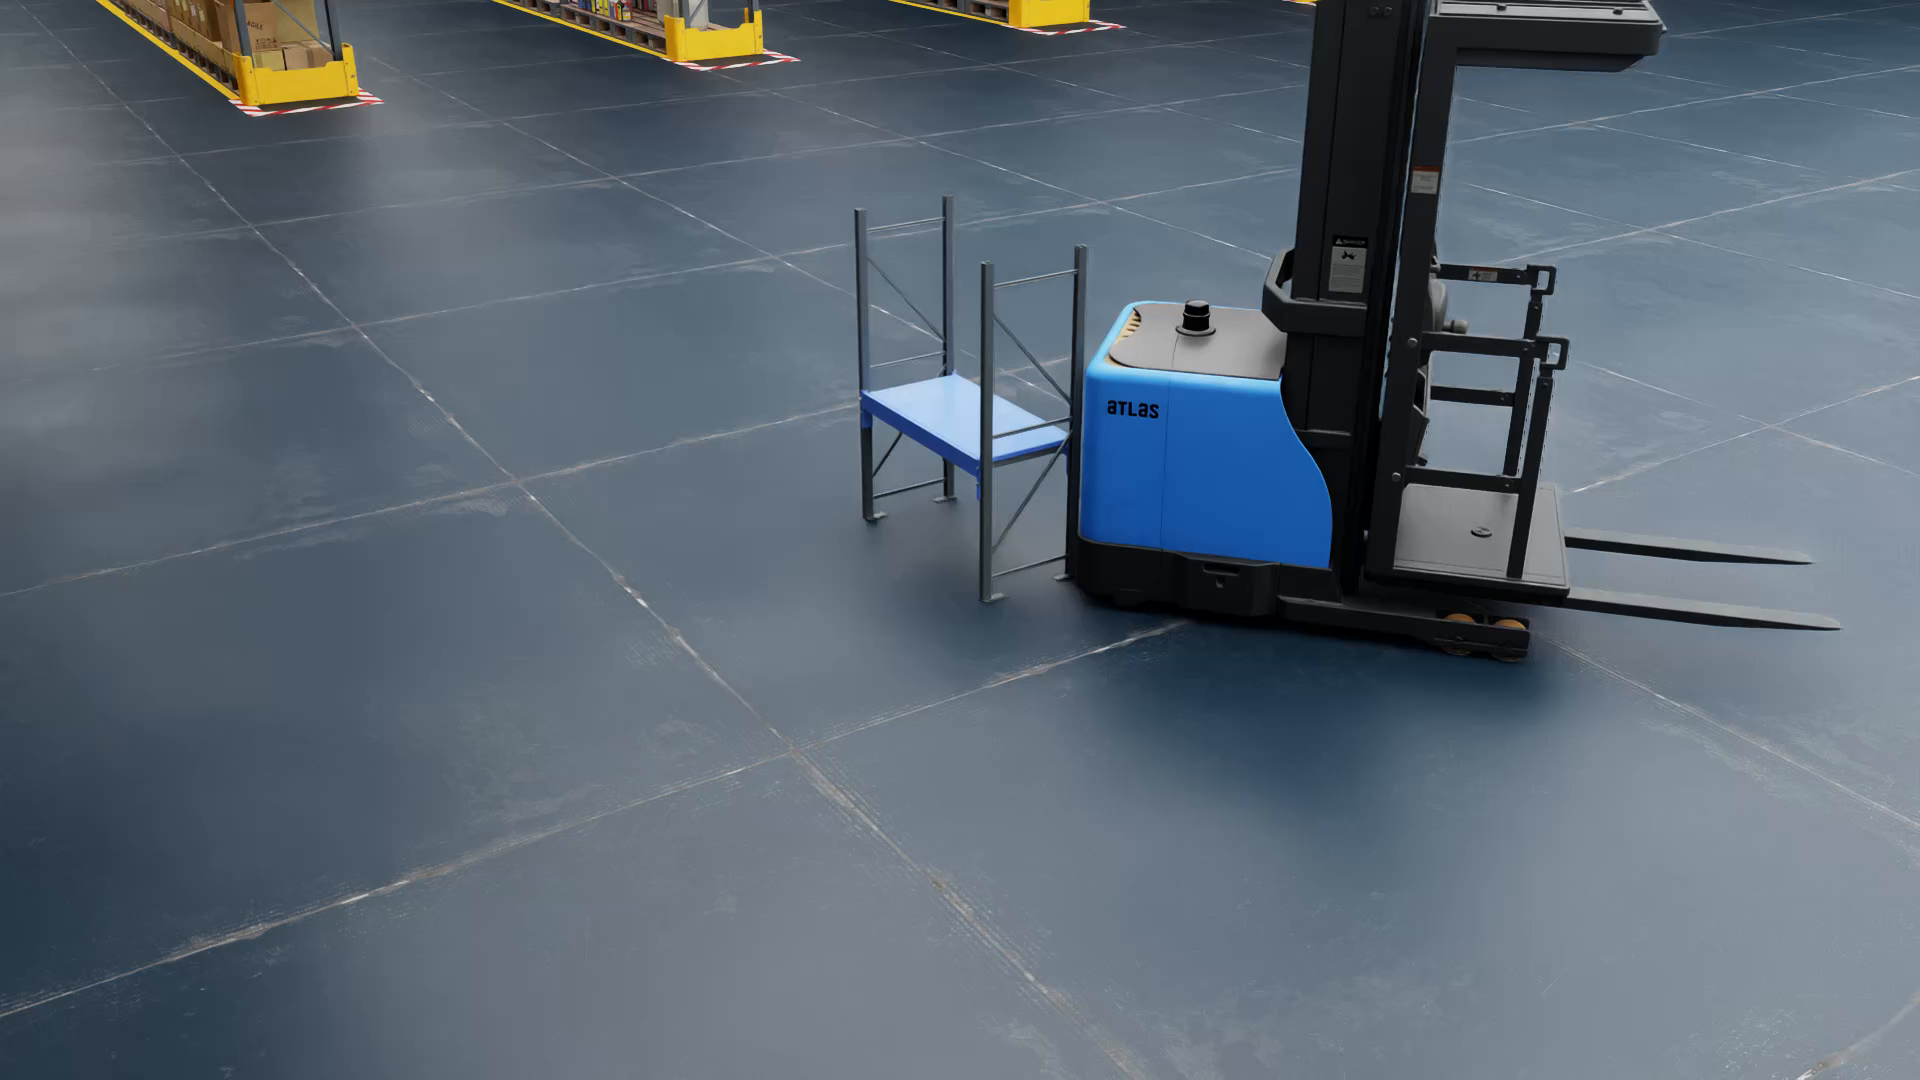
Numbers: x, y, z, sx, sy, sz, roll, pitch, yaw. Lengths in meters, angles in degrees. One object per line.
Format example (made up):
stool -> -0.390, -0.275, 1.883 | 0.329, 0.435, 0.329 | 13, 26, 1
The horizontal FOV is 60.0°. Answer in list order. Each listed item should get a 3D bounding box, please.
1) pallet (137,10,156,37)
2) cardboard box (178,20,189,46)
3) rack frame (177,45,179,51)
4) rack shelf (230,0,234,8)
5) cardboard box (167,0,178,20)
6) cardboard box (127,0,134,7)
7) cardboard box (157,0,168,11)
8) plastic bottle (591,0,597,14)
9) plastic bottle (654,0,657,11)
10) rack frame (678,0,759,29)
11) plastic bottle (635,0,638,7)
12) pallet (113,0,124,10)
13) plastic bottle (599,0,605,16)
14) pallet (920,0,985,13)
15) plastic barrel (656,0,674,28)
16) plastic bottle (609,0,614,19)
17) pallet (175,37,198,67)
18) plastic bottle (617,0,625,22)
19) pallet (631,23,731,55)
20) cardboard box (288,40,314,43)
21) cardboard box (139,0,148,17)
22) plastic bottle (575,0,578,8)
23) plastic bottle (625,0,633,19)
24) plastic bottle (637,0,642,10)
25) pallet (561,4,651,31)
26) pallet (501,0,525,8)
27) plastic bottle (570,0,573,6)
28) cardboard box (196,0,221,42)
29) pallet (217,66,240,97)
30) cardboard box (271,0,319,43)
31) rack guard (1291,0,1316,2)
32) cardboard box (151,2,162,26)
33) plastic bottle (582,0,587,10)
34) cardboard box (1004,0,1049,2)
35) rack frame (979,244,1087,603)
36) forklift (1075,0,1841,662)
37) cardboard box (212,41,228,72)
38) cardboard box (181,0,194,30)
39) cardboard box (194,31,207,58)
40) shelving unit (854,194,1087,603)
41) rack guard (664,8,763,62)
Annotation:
pallet -> -10.331, -6.939, 22.202 | 1.003, 0.211, 1.213 | -16, 29, -30
cardboard box -> -8.959, -6.039, 19.757 | 0.500, 0.250, 0.500 | -16, 29, -30
rack frame -> -9.226, -7.509, 20.143 | 1.000, 3.000, 0.127 | -16, 29, -30
rack shelf -> -8.135, -6.468, 18.781 | 1.077, 0.370, 4.000 | -16, 29, -30
cardboard box -> -9.236, -6.556, 19.974 | 0.500, 0.500, 0.500 | -16, 29, -30
cardboard box -> -11.095, -7.451, 22.748 | 0.500, 0.250, 0.500 | -16, 30, -31
cardboard box -> -9.688, -6.787, 20.685 | 0.500, 0.311, 0.500 | -16, 29, -30
plastic bottle -> -4.823, -7.111, 21.966 | 0.061, 0.283, 0.133 | -14, 29, -27
plastic bottle -> -4.027, -7.153, 22.152 | 0.097, 0.201, 0.097 | 0, 25, 0
rack frame -> -2.891, -7.231, 19.554 | 1.000, 3.000, 0.127 | -16, 29, -30
plastic bottle -> -4.376, -7.431, 22.565 | 0.144, 0.351, 0.185 | -17, 30, -32
pallet -> -11.786, -7.954, 24.353 | 1.003, 0.211, 1.213 | -16, 29, -30
plastic bottle -> -4.646, -7.058, 21.775 | 0.144, 0.351, 0.185 | -16, 30, -30
pallet -> 0.142, -7.886, 24.209 | 1.003, 0.211, 1.213 | -16, 29, -30
plastic barrel -> -3.588, -6.693, 20.836 | 0.421, 0.512, 0.421 | 0, 25, 0
plastic bottle -> -4.451, -6.899, 21.526 | 0.152, 0.276, 0.135 | -16, 30, -31
pallet -> -8.827, -5.954, 20.115 | 1.003, 0.211, 1.213 | -16, 29, -30
plastic bottle -> -4.340, -6.794, 21.295 | 0.061, 0.283, 0.133 | -15, 29, -28
pallet -> -3.411, -6.278, 20.802 | 1.003, 0.211, 1.213 | -16, 29, -30
cardboard box -> -7.425, -5.446, 18.502 | 0.500, 0.250, 0.500 | -16, 29, -30
cardboard box -> -10.527, -7.083, 21.969 | 0.500, 0.250, 0.500 | -15, 29, -29
plastic bottle -> -5.157, -7.307, 22.476 | 0.097, 0.201, 0.097 | 0, 25, 0
plastic bottle -> -4.286, -6.878, 21.473 | 0.061, 0.283, 0.133 | -16, 29, -30
plastic bottle -> -4.272, -7.252, 22.265 | 0.061, 0.283, 0.133 | -16, 29, -30
pallet -> -4.743, -7.151, 22.651 | 1.003, 0.211, 1.213 | -16, 29, -30
pallet -> -6.206, -8.110, 24.681 | 1.003, 0.211, 1.213 | -16, 29, -30
plastic bottle -> -5.268, -7.411, 22.616 | 0.097, 0.271, 0.097 | 0, 25, 0
cardboard box -> -8.143, -5.841, 18.459 | 0.500, 0.500, 0.500 | -16, 29, -30
pallet -> -7.495, -5.081, 18.266 | 1.003, 0.211, 1.213 | -16, 29, -30
cardboard box -> -7.424, -5.786, 18.343 | 0.500, 0.500, 0.500 | -16, 29, -30
rack guard -> 5.483, -8.366, 24.887 | 1.175, 0.500, 0.348 | -16, 29, -30
cardboard box -> -9.970, -6.718, 21.195 | 0.500, 0.250, 0.500 | -16, 30, -30
plastic bottle -> -4.981, -7.278, 22.240 | 0.144, 0.351, 0.185 | -15, 29, -28
cardboard box -> 0.932, -7.672, 22.925 | 0.500, 0.500, 0.500 | -10, 27, -20
rack frame -> 0.301, -0.468, 6.984 | 0.500, 1.500, 0.032 | -15, 29, -29
forklift -> 2.073, -1.087, 6.620 | 3.031, 2.935, 1.130 | 7, 26, 14
cardboard box -> -7.866, -5.324, 18.243 | 0.500, 0.250, 0.500 | -16, 29, -30
cardboard box -> -8.690, -6.198, 19.216 | 0.500, 0.500, 0.500 | -16, 29, -30
cardboard box -> -8.412, -5.681, 19.000 | 0.500, 0.250, 0.500 | -16, 29, -30
shelving unit -> 0.027, -0.650, 7.371 | 0.538, 1.500, 1.048 | -15, 29, -29
rack guard -> -2.972, -6.117, 20.122 | 1.175, 0.500, 0.348 | -16, 29, -30
